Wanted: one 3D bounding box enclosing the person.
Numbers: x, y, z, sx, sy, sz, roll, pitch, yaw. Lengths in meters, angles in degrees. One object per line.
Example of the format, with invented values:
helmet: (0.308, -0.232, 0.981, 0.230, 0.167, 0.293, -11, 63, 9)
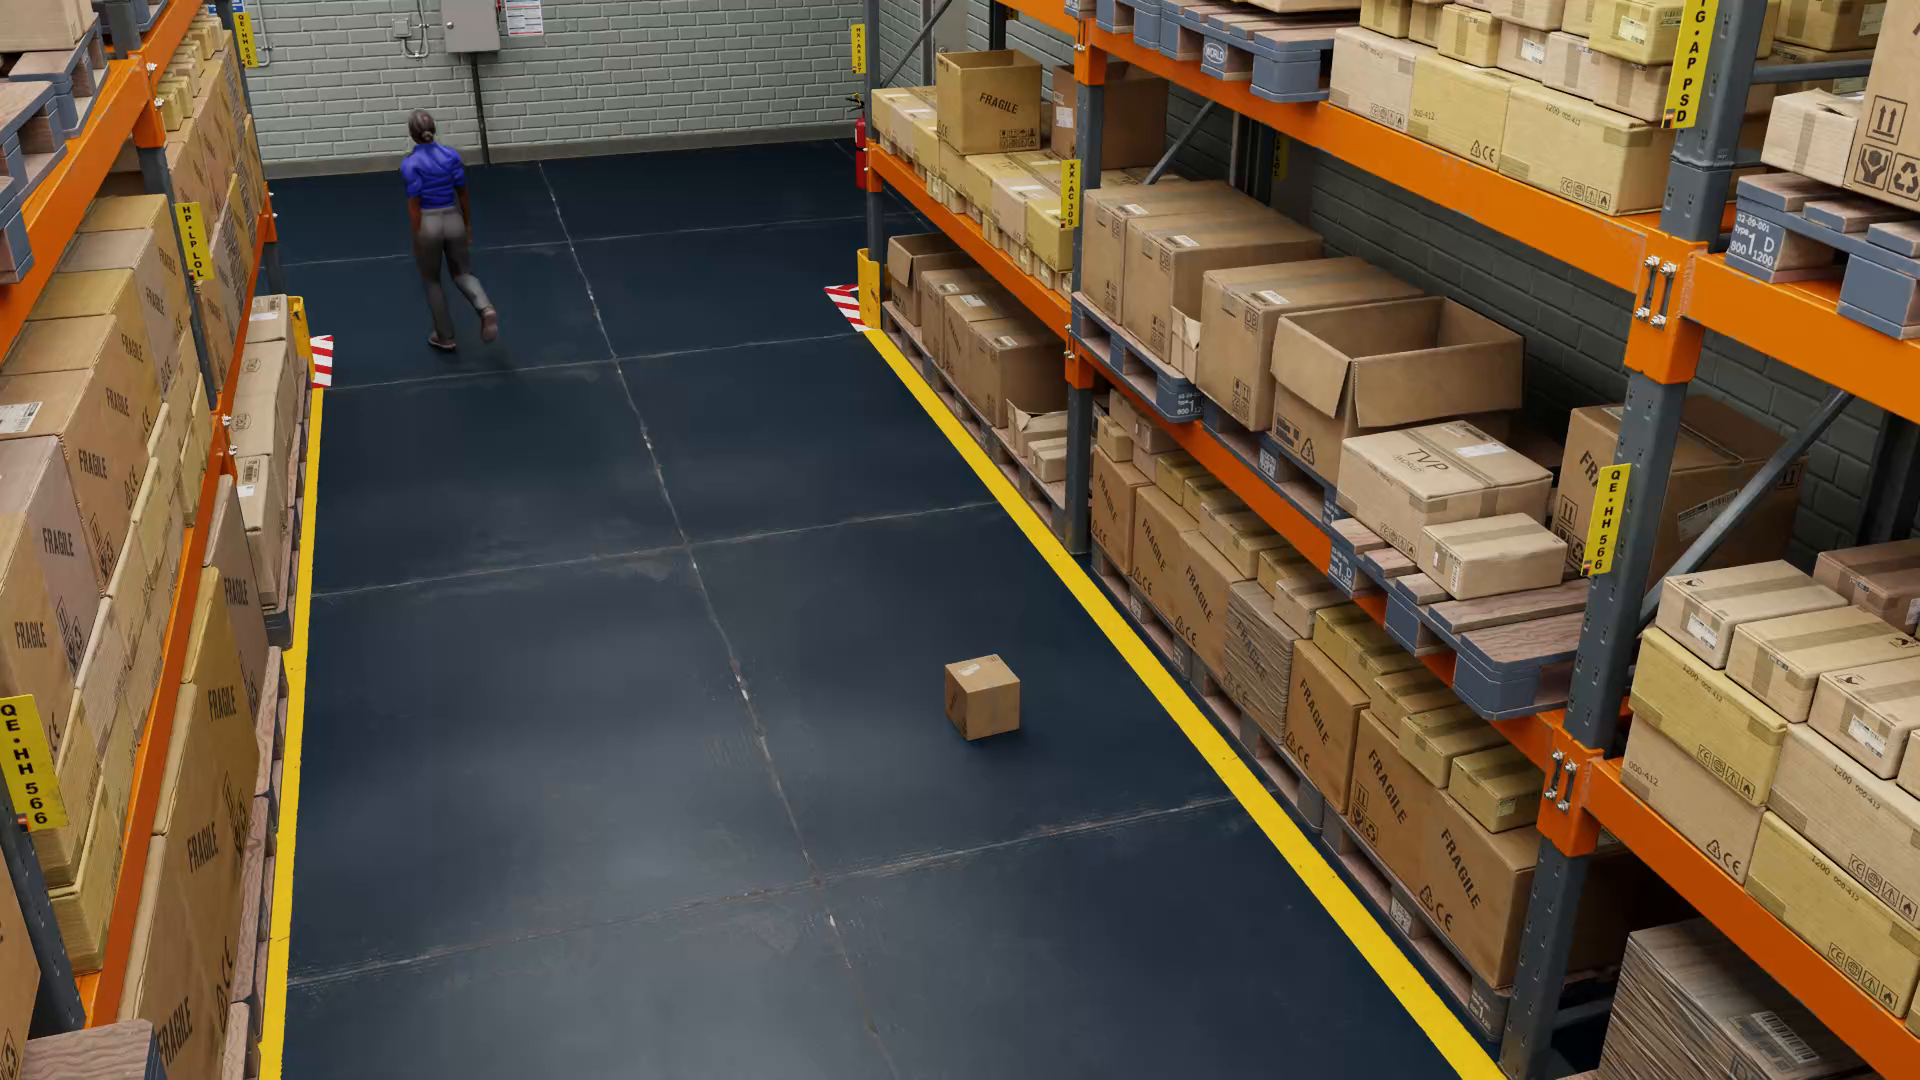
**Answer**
person: (-3.468, -2.064, 11.224, 0.456, 1.644, 0.646, -21, 33, -36)
